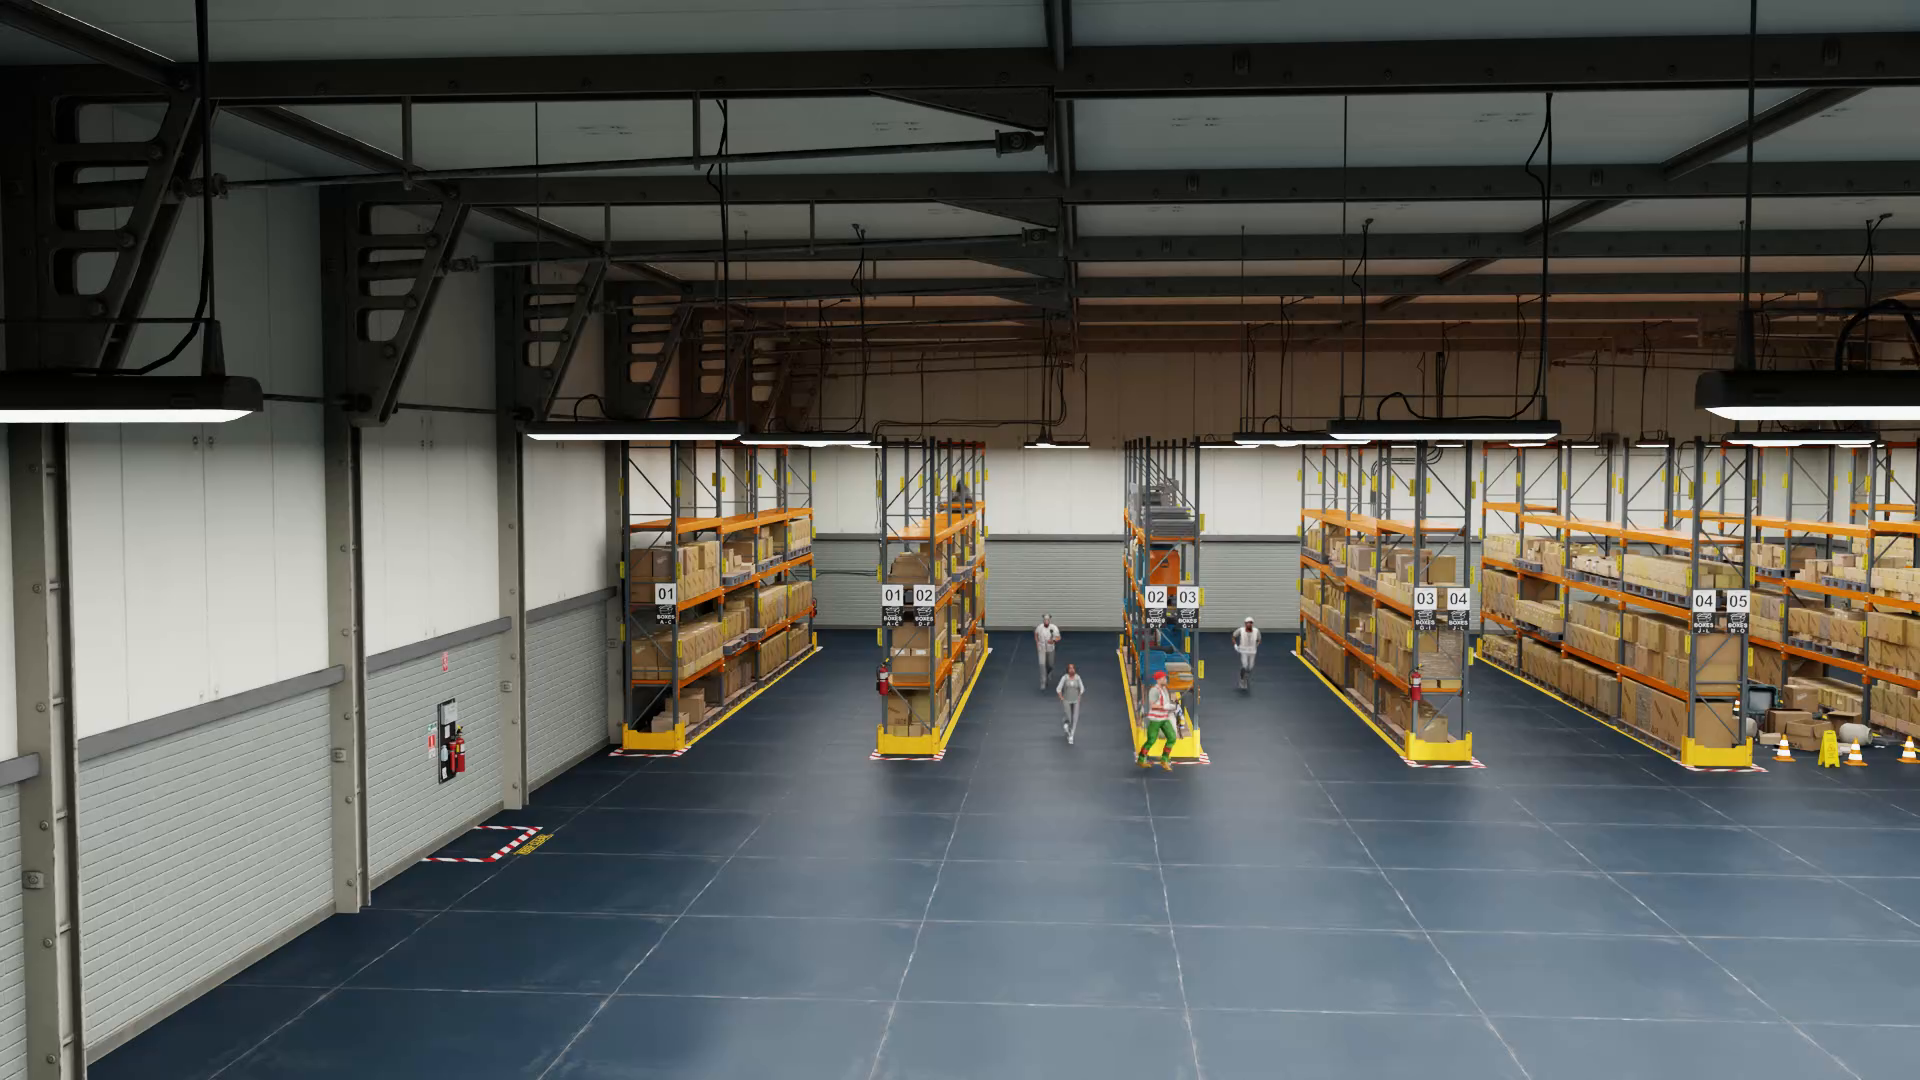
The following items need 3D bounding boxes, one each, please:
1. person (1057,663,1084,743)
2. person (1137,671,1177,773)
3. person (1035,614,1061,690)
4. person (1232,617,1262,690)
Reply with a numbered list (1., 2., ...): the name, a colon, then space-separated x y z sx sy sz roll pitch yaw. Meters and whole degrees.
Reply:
1. person: 2.186 3.217 32.791 0.547 1.550 0.541 0 3 -6
2. person: 3.574 3.243 29.726 0.639 1.819 0.798 -3 4 -45
3. person: 2.135 2.687 40.422 0.625 1.820 1.109 0 3 0
4. person: 6.882 2.709 39.736 0.672 1.735 0.697 0 3 -7
